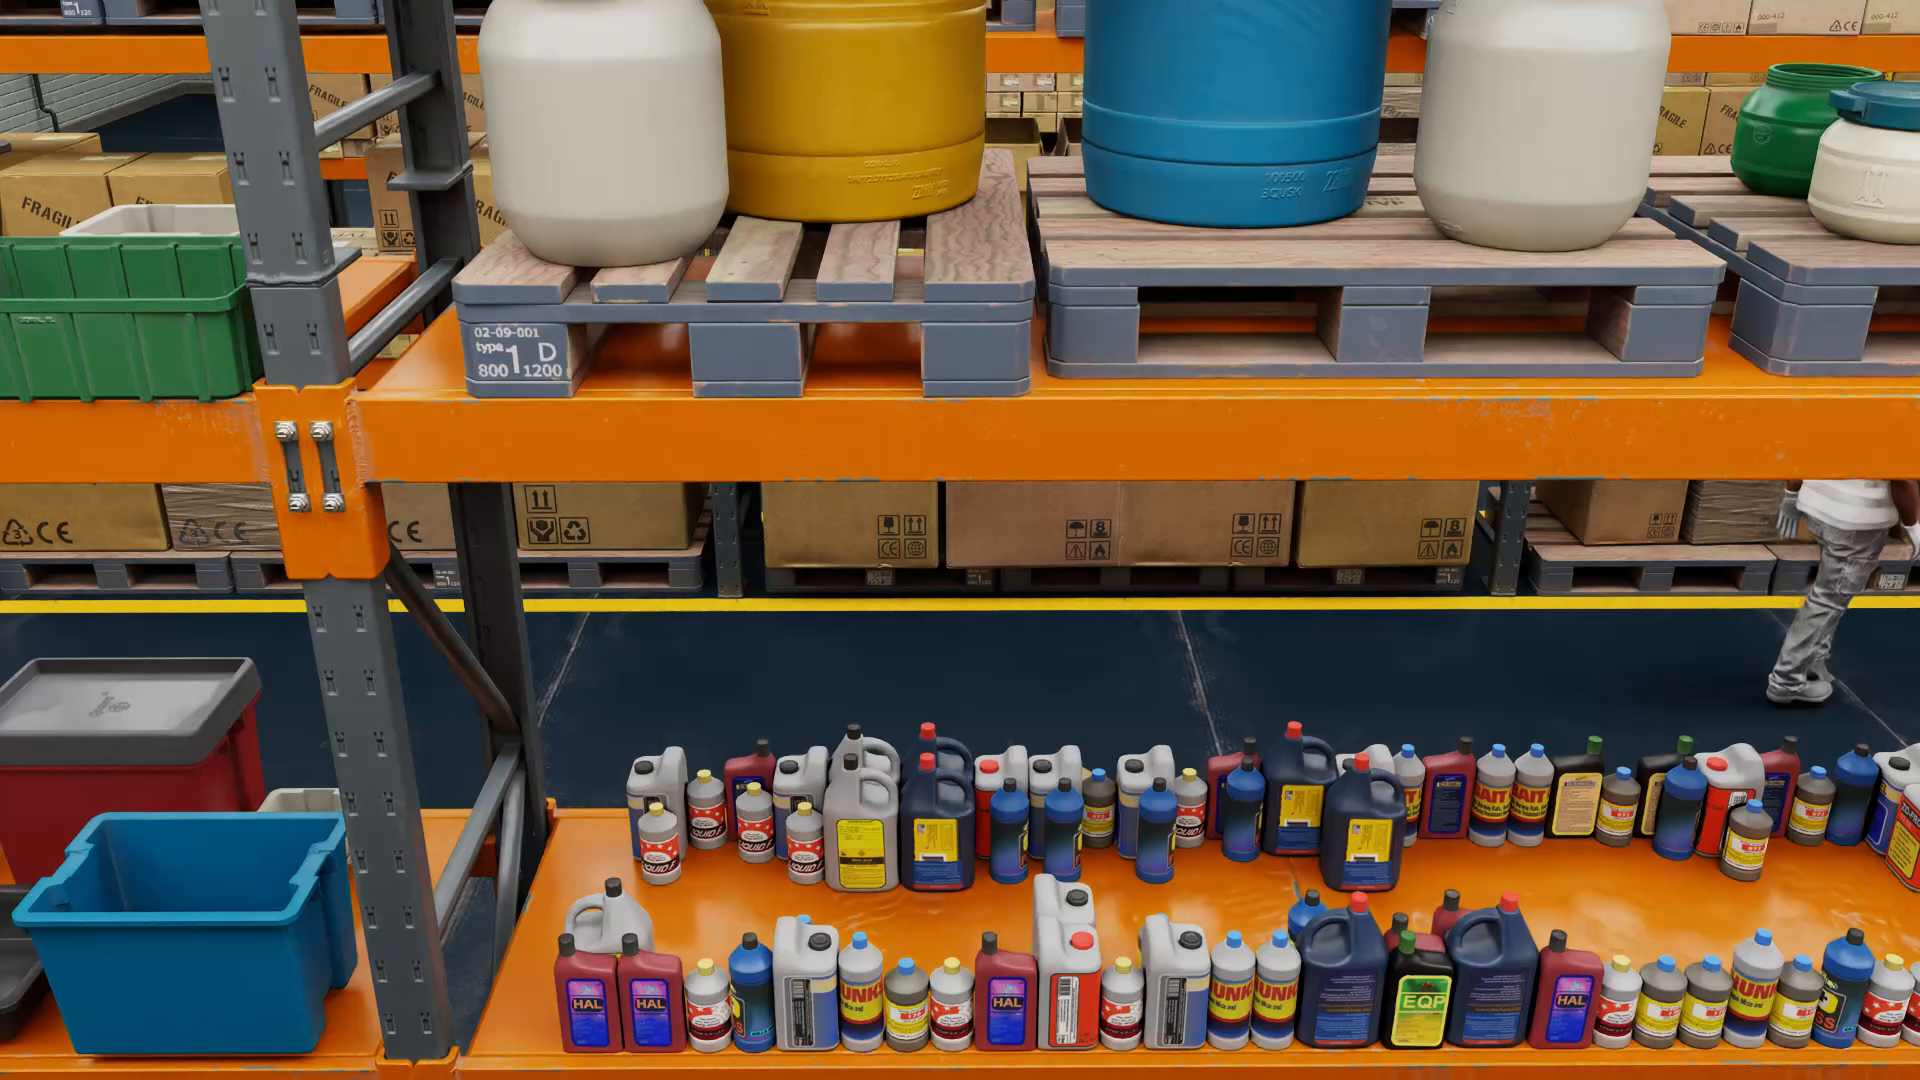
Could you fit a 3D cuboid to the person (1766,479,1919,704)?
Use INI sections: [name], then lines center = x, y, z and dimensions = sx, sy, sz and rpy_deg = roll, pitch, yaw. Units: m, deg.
[person]
center = 3.902, -0.080, 7.275
dimensions = 0.492, 1.842, 0.550
rpy_deg = -4, 24, -10
